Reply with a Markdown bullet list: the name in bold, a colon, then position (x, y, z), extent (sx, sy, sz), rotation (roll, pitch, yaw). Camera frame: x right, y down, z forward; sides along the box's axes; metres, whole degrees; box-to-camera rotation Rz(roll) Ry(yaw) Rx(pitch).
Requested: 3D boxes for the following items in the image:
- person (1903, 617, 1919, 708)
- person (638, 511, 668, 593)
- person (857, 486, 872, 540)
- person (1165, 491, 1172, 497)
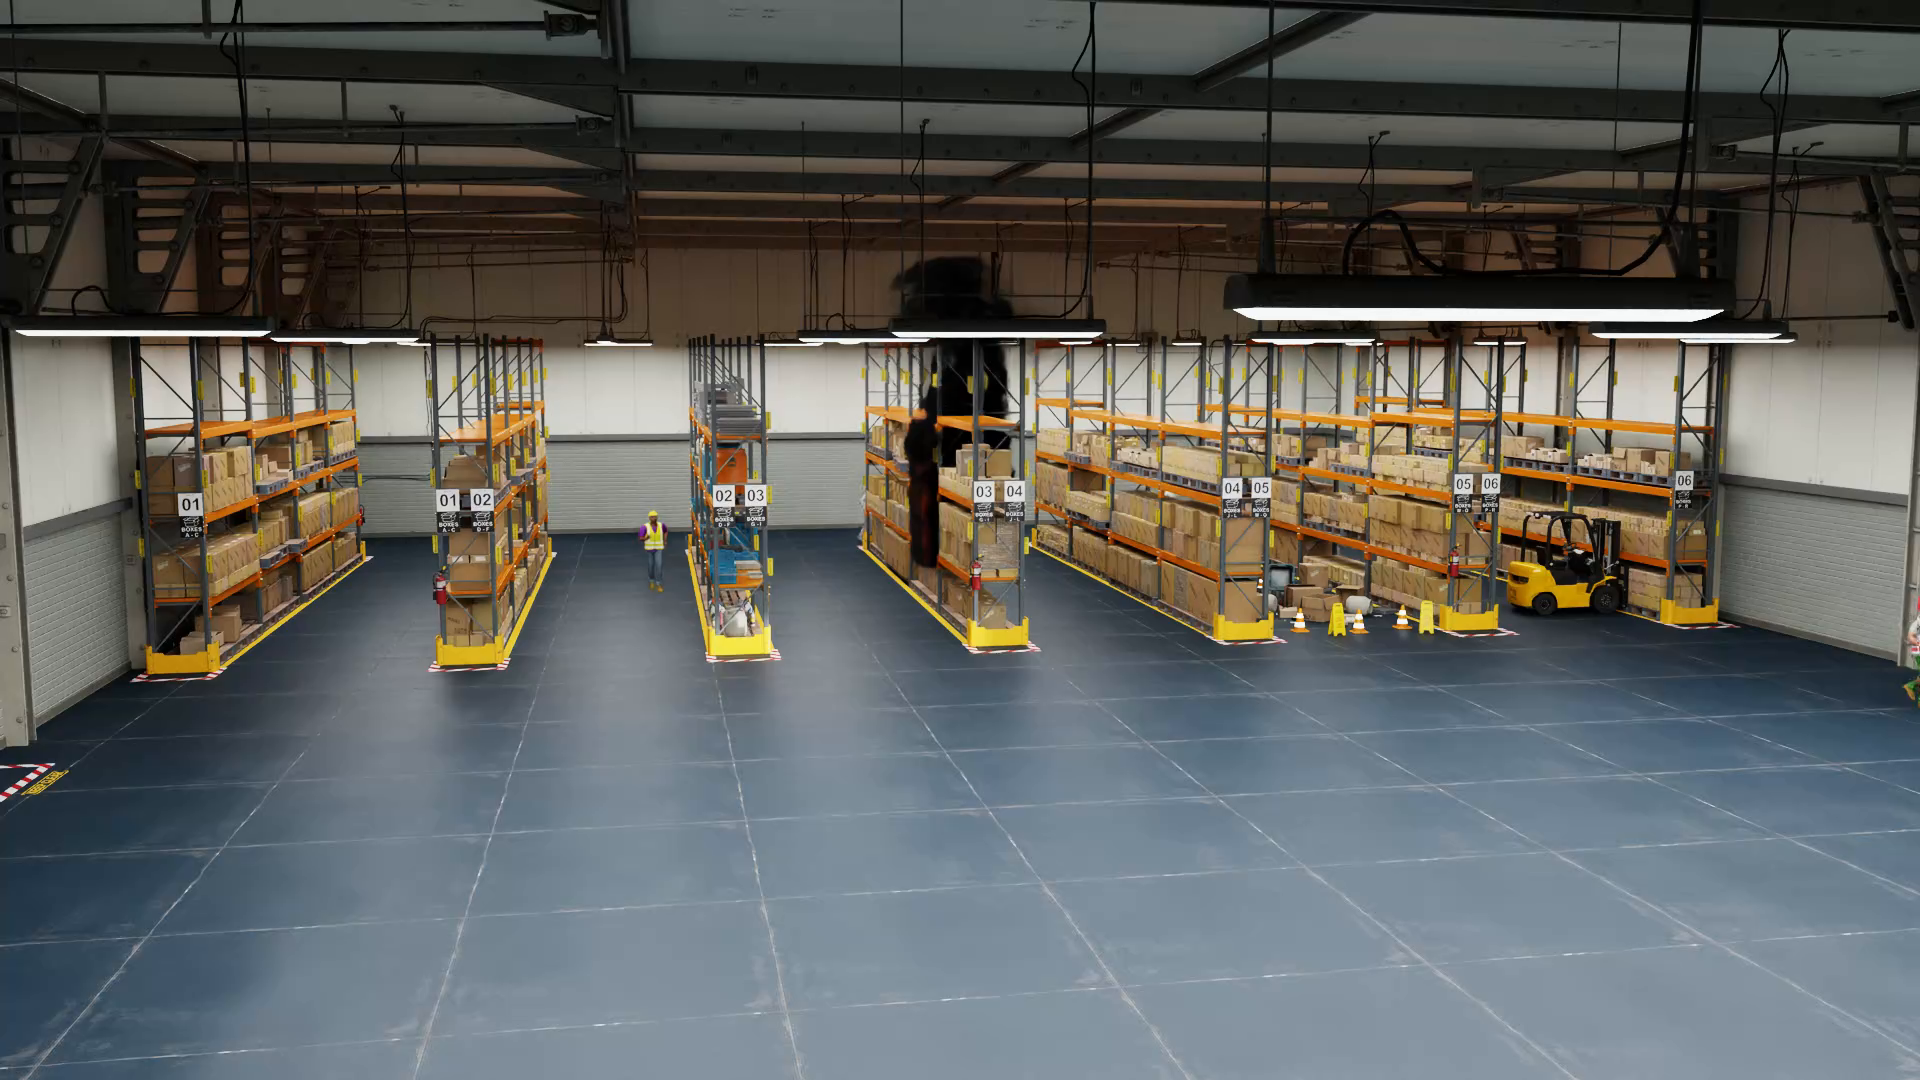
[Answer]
- **person**: position (15.340, 1.820, 26.533), extent (0.666, 1.751, 0.596), rotation (-4, 8, -32)
- **person**: position (-6.888, 0.248, 37.429), extent (0.683, 1.820, 0.790), rotation (-2, 7, -15)
- **person**: position (-2.685, -0.795, 49.315), extent (0.766, 1.776, 0.664), rotation (0, 7, 2)
- **person**: position (6.273, -0.942, 50.742), extent (0.792, 1.750, 0.713), rotation (0, 7, -4)
